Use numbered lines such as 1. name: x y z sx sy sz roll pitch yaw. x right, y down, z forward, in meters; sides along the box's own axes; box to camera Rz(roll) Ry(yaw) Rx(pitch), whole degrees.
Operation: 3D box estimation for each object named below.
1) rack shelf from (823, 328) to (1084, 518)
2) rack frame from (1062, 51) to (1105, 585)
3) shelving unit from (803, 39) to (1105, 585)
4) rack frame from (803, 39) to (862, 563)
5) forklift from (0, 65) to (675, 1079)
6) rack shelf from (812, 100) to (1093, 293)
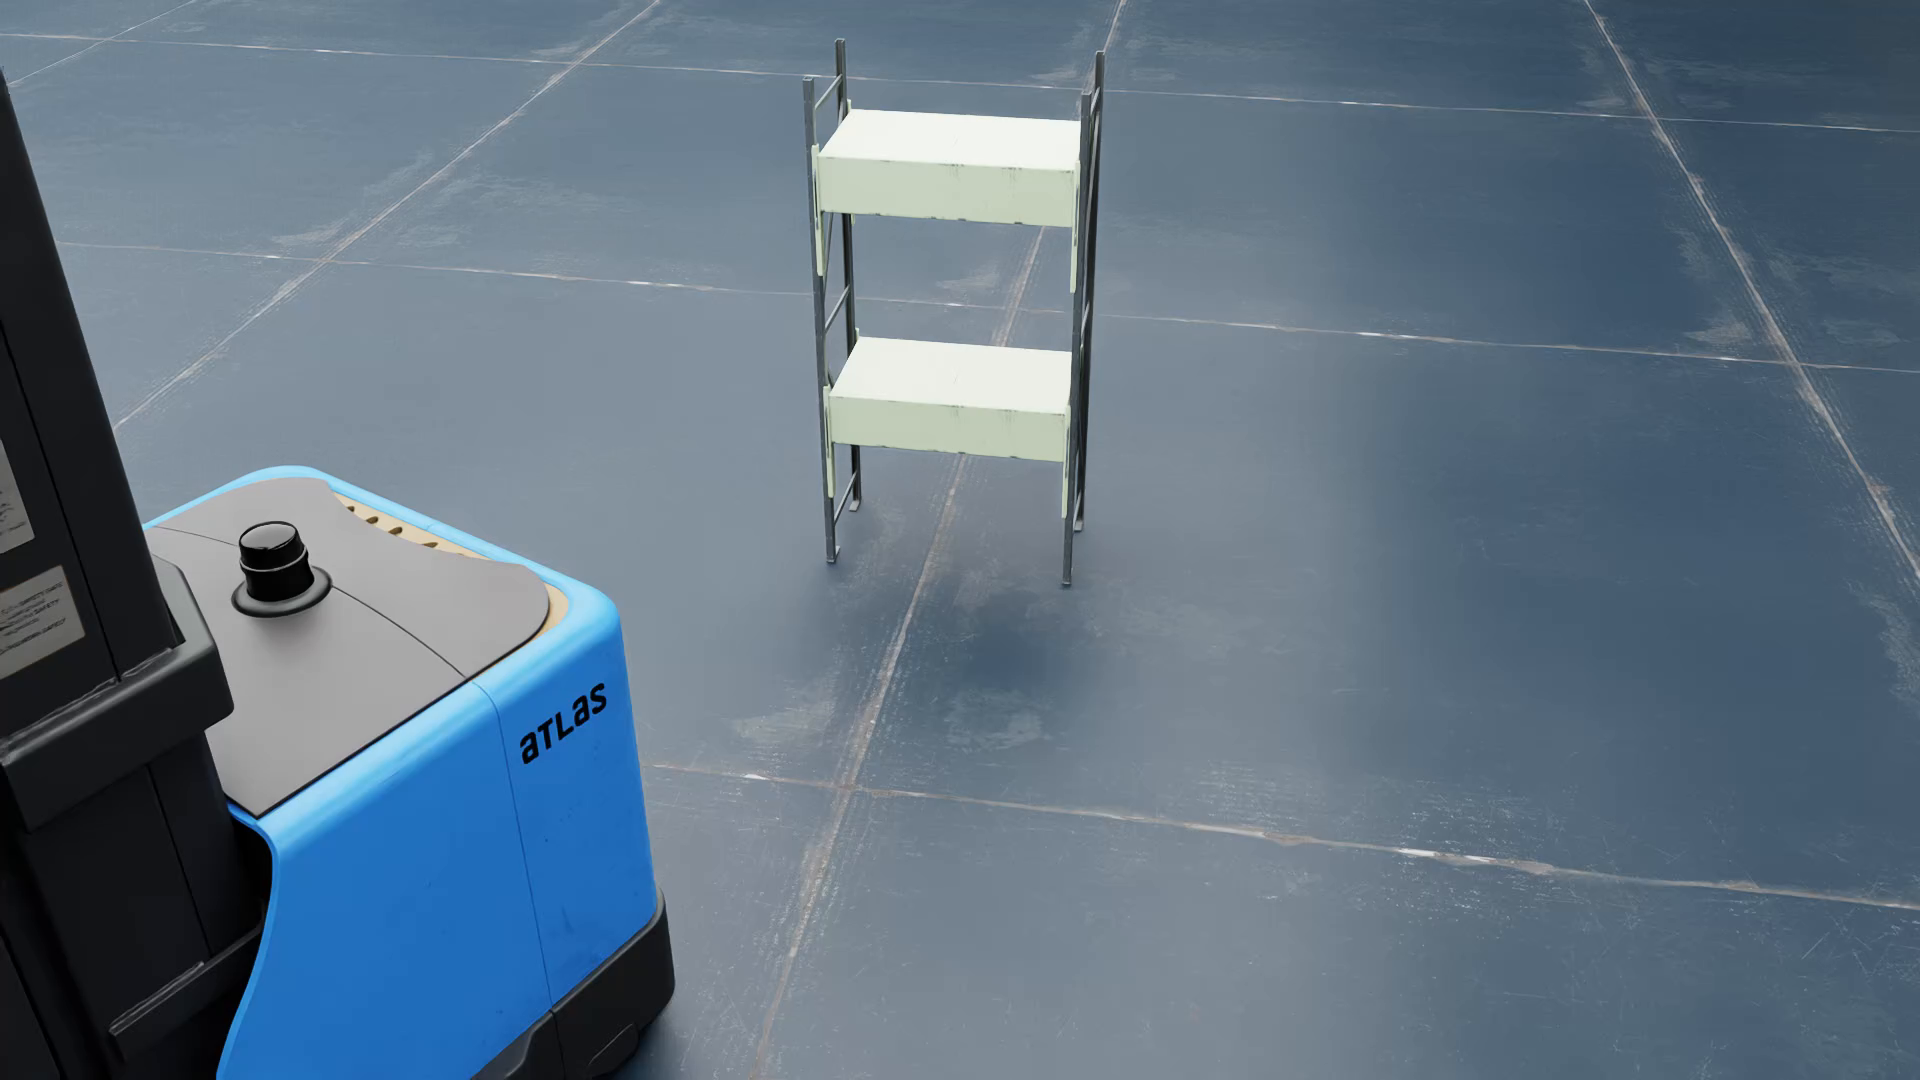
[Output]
1. rack shelf: -0.007 -0.360 5.026 0.720 0.370 0.431 5 32 8
2. rack frame: 0.354 -0.604 4.801 0.023 1.500 0.400 5 32 8
3. shelving unit: -0.007 -0.636 4.853 0.755 1.500 0.431 5 32 8
4. rack frame: -0.367 -0.669 4.905 0.023 1.500 0.400 5 32 8
5. forklift: -1.851 0.280 2.041 1.130 2.935 3.031 20 37 28
6. rack shelf: -0.007 -0.967 4.646 0.720 0.370 0.431 5 32 8
